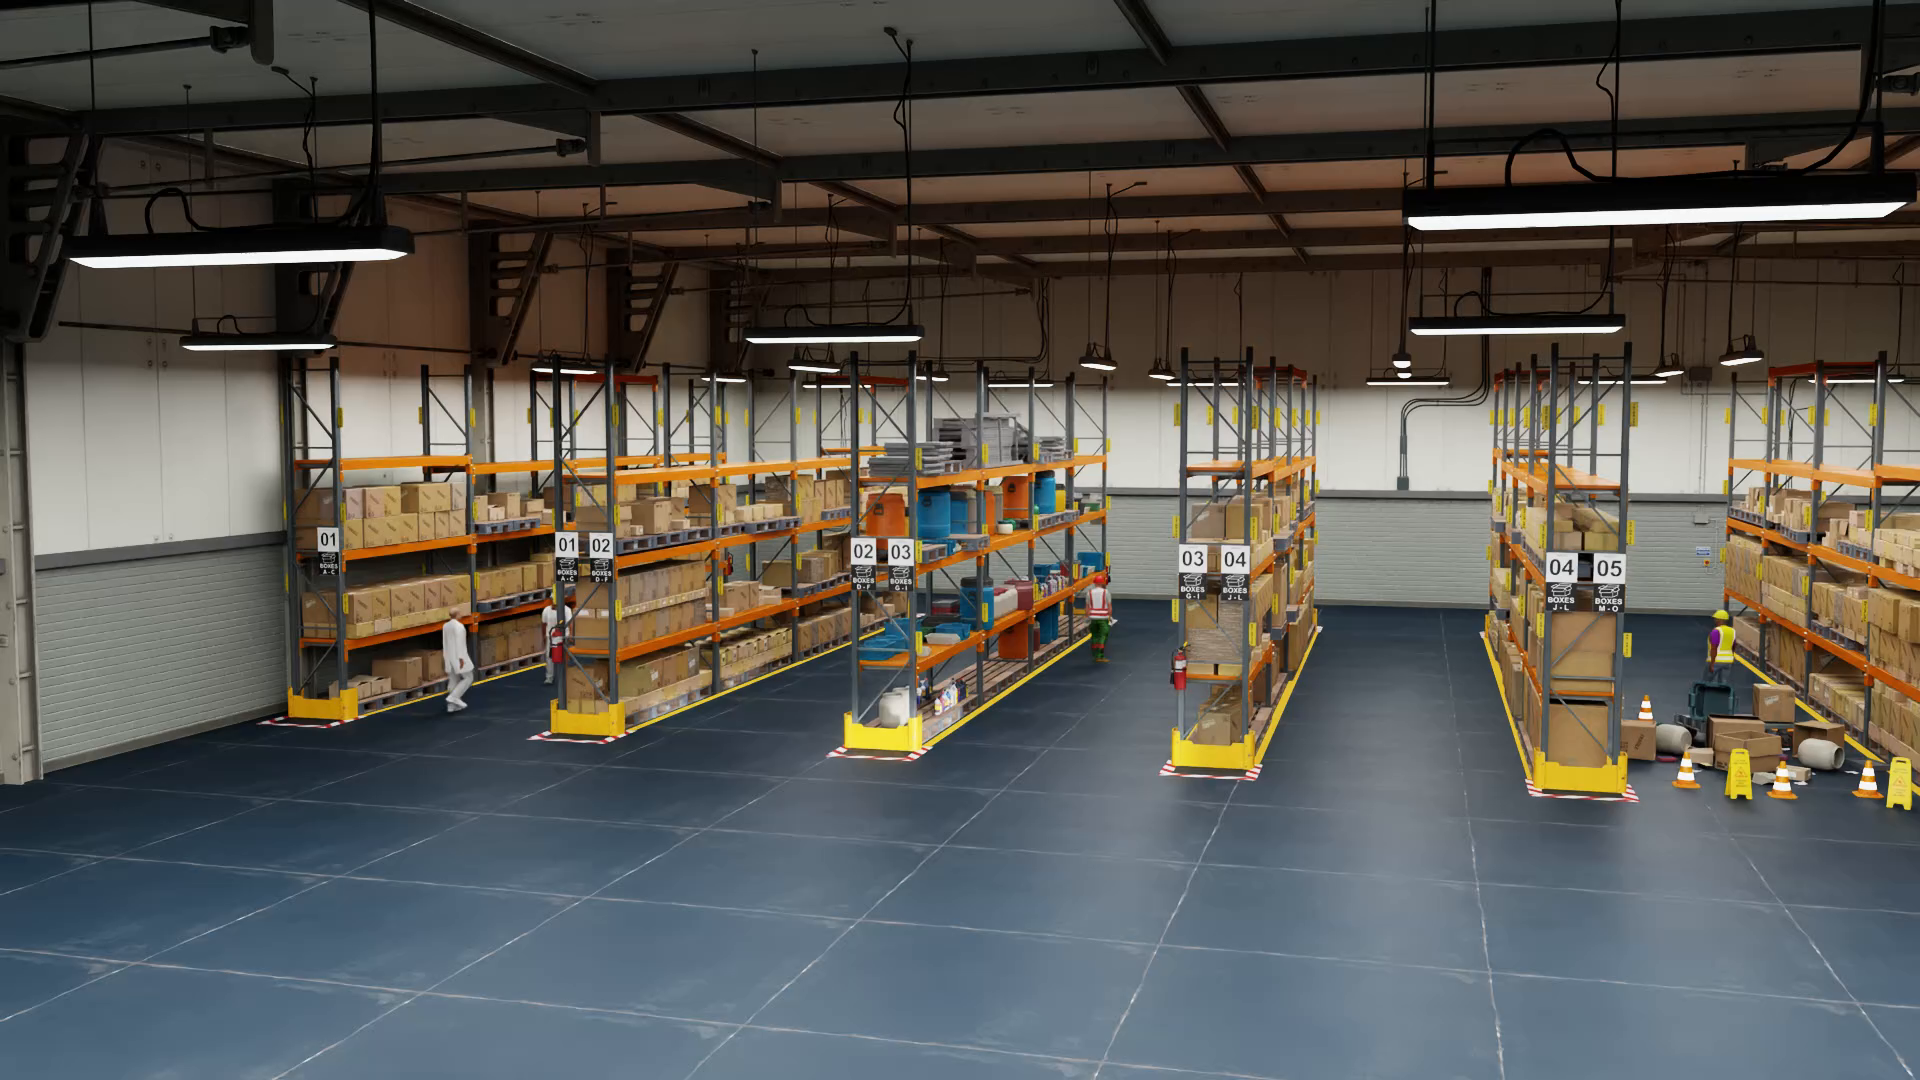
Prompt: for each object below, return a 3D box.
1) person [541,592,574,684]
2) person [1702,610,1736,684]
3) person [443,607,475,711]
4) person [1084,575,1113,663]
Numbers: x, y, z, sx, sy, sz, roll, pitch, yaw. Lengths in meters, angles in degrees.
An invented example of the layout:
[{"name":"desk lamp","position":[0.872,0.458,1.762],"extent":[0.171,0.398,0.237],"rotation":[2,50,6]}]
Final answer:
[{"name":"person","position":[-7.605,1.825,31.438],"extent":[0.636,1.726,1.037],"rotation":[0,4,-5]},{"name":"person","position":[12.798,2.071,27.929],"extent":[0.553,1.773,0.509],"rotation":[0,4,-4]},{"name":"person","position":[-8.631,2.031,28.359],"extent":[0.627,1.770,0.572],"rotation":[2,5,26]},{"name":"person","position":[2.838,1.616,34.018],"extent":[0.590,1.788,0.511],"rotation":[1,4,20]}]
